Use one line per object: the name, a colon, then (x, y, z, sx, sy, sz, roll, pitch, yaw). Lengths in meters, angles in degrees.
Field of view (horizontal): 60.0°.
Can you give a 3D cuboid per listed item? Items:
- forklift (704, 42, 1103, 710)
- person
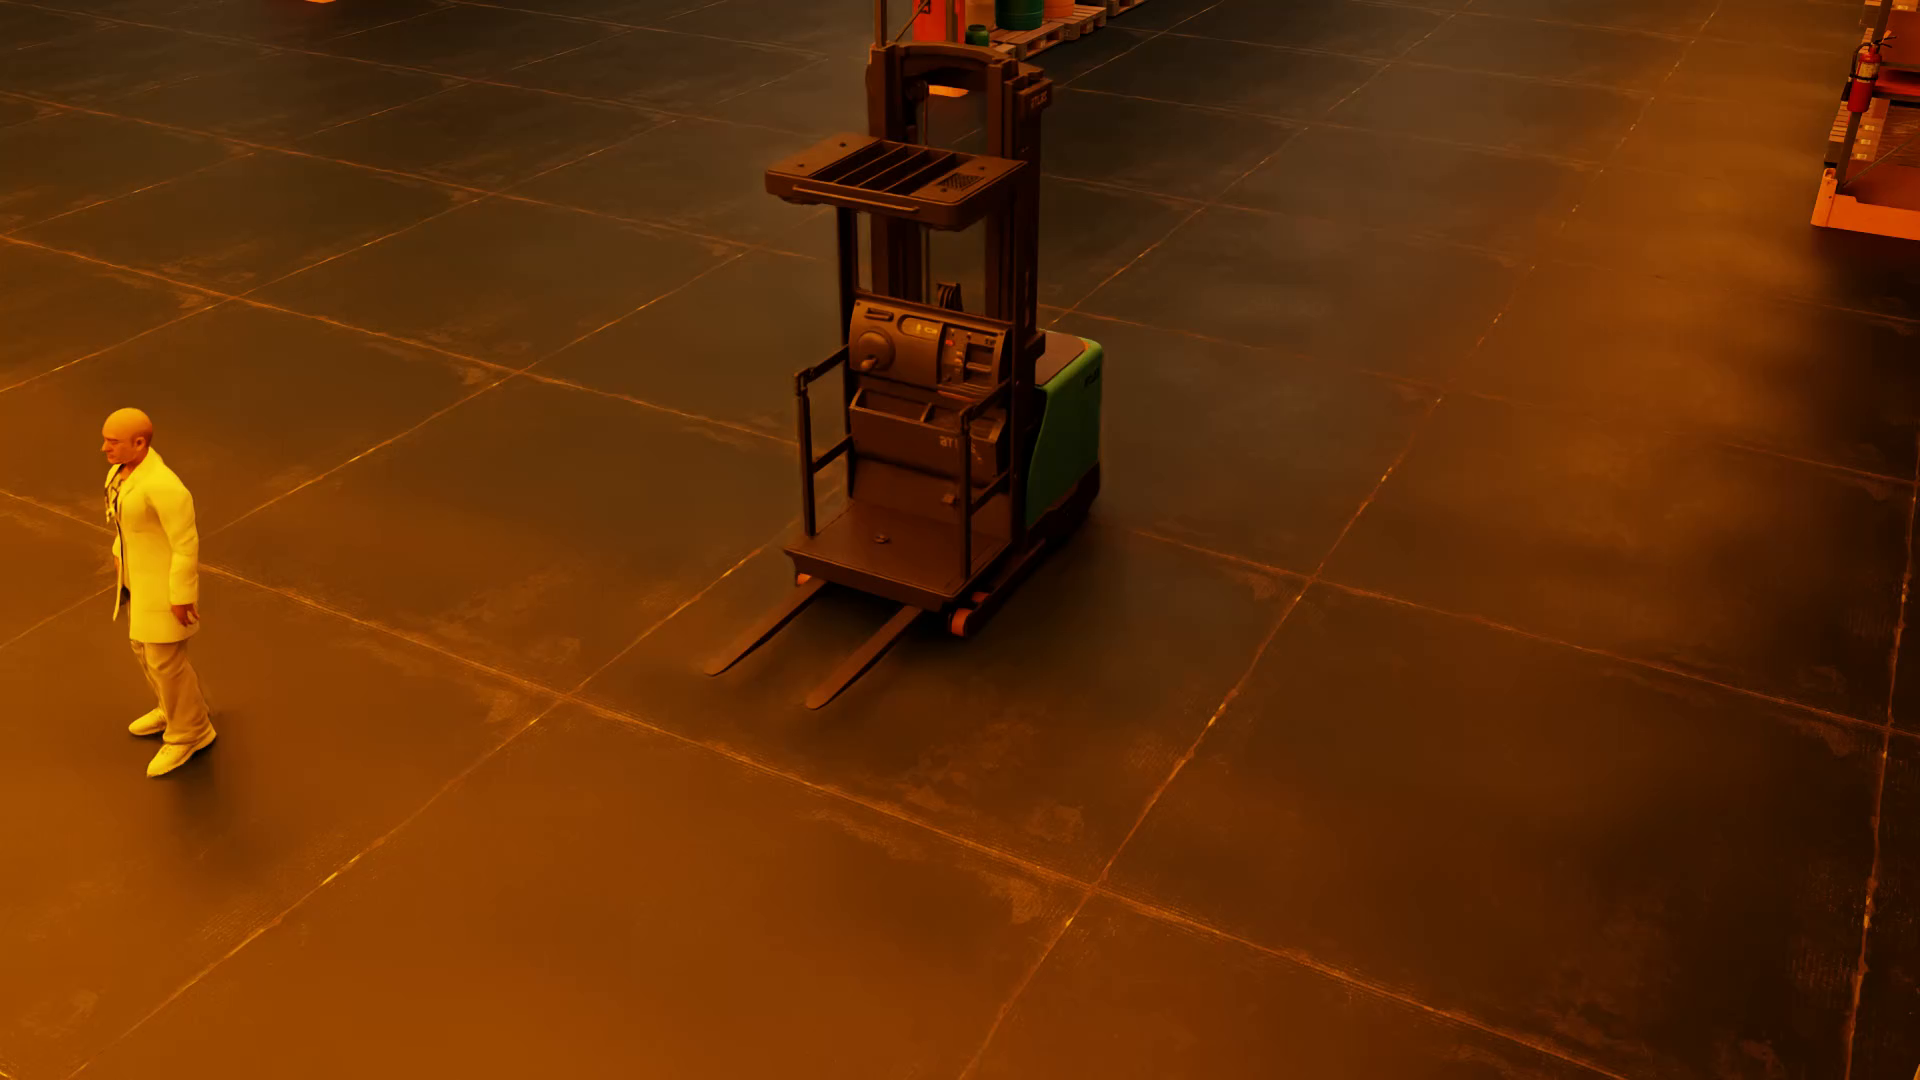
forklift: (-0.281, -0.992, 8.790, 1.130, 2.935, 3.031, 15, 33, 24)
person: (-3.862, 0.223, 7.864, 0.504, 1.799, 0.681, -24, 38, -36)
